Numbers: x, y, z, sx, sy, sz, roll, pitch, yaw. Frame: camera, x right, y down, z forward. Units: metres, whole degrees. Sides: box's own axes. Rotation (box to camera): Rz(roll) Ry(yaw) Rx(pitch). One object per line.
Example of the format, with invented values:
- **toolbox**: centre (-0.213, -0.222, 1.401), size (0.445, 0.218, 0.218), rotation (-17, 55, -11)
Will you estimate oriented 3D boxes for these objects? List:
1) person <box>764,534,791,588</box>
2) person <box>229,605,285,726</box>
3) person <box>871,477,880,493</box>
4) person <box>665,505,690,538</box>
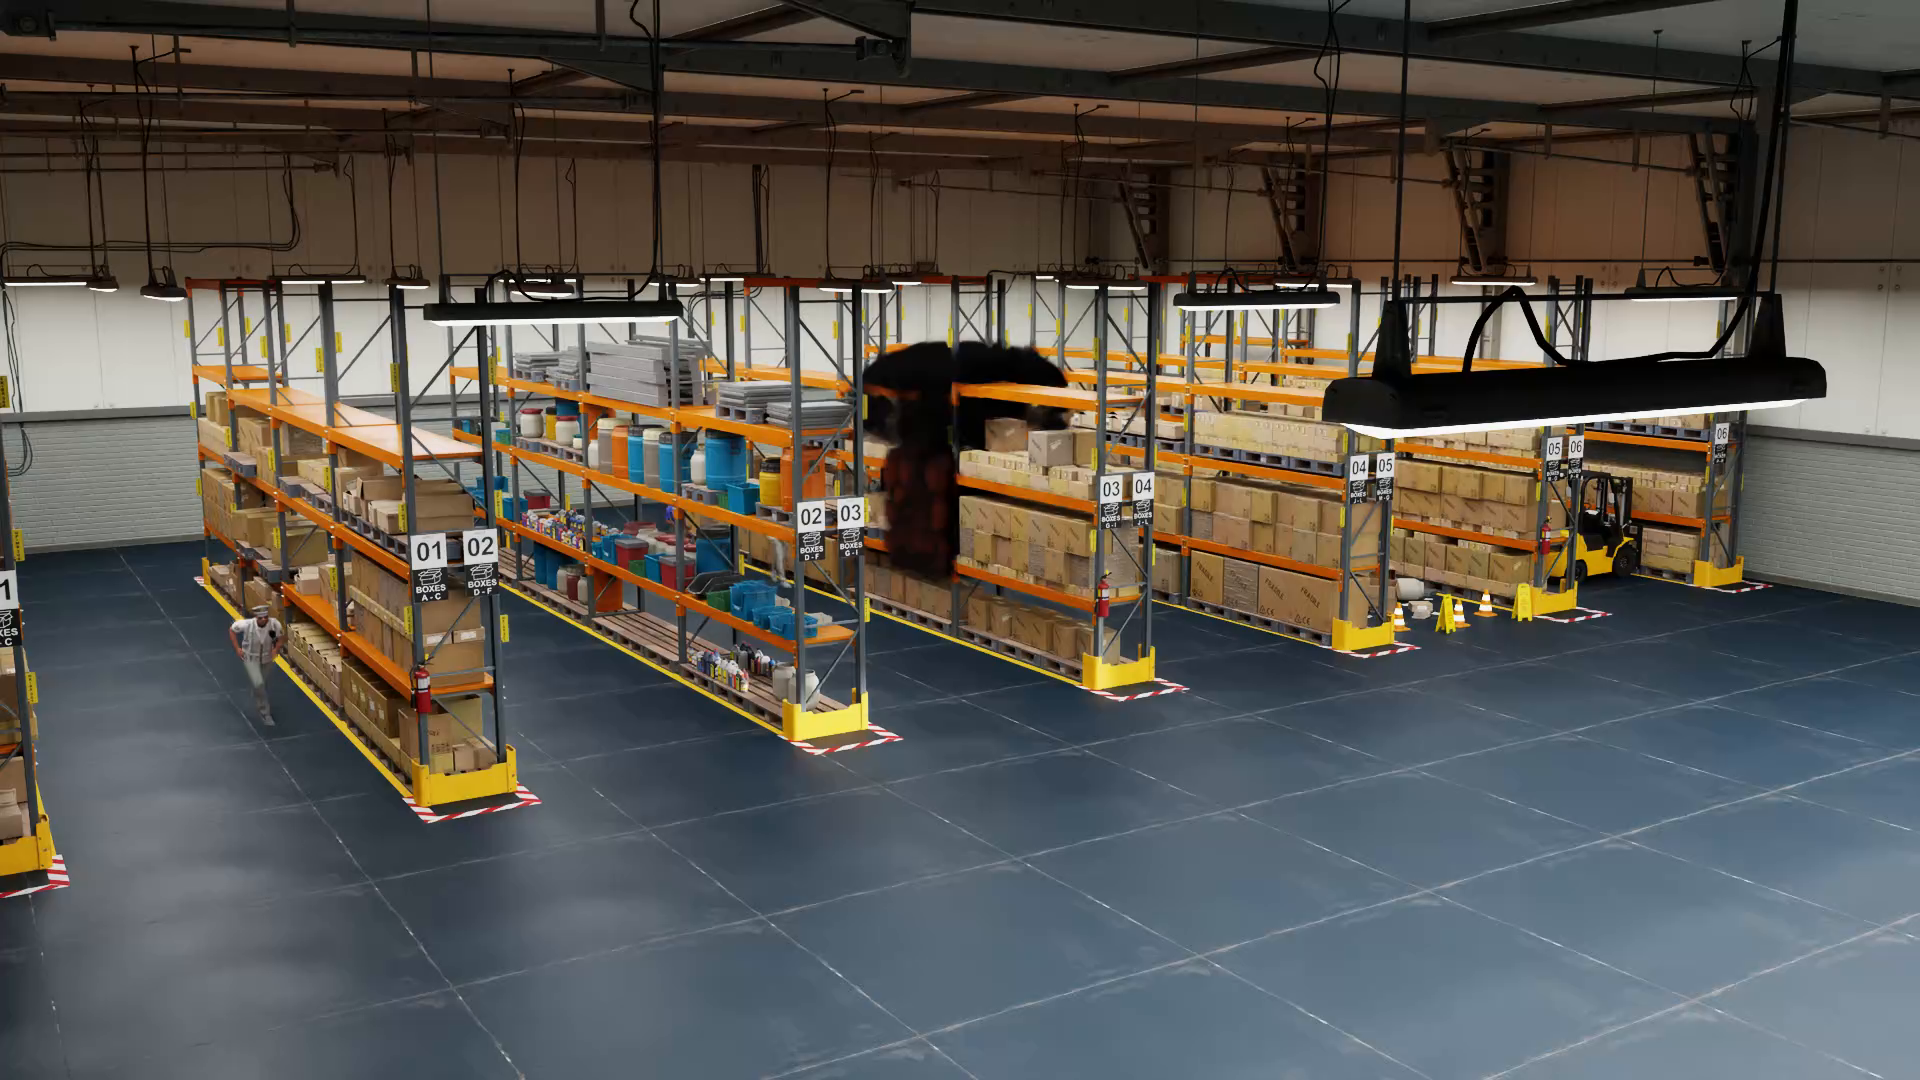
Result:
- **person**: centre (-3.406, -0.021, 31.205), size (0.679, 1.772, 0.837), rotation (-7, 12, -36)
- **person**: centre (-9.766, 1.689, 23.134), size (0.705, 1.720, 1.030), rotation (-6, 11, -32)
- **person**: centre (-2.126, -1.454, 41.815), size (0.643, 1.664, 0.655), rotation (-3, 10, -15)
- **person**: centre (-5.753, -0.159, 34.089), size (0.562, 1.618, 0.562), rotation (-6, 11, -31)
